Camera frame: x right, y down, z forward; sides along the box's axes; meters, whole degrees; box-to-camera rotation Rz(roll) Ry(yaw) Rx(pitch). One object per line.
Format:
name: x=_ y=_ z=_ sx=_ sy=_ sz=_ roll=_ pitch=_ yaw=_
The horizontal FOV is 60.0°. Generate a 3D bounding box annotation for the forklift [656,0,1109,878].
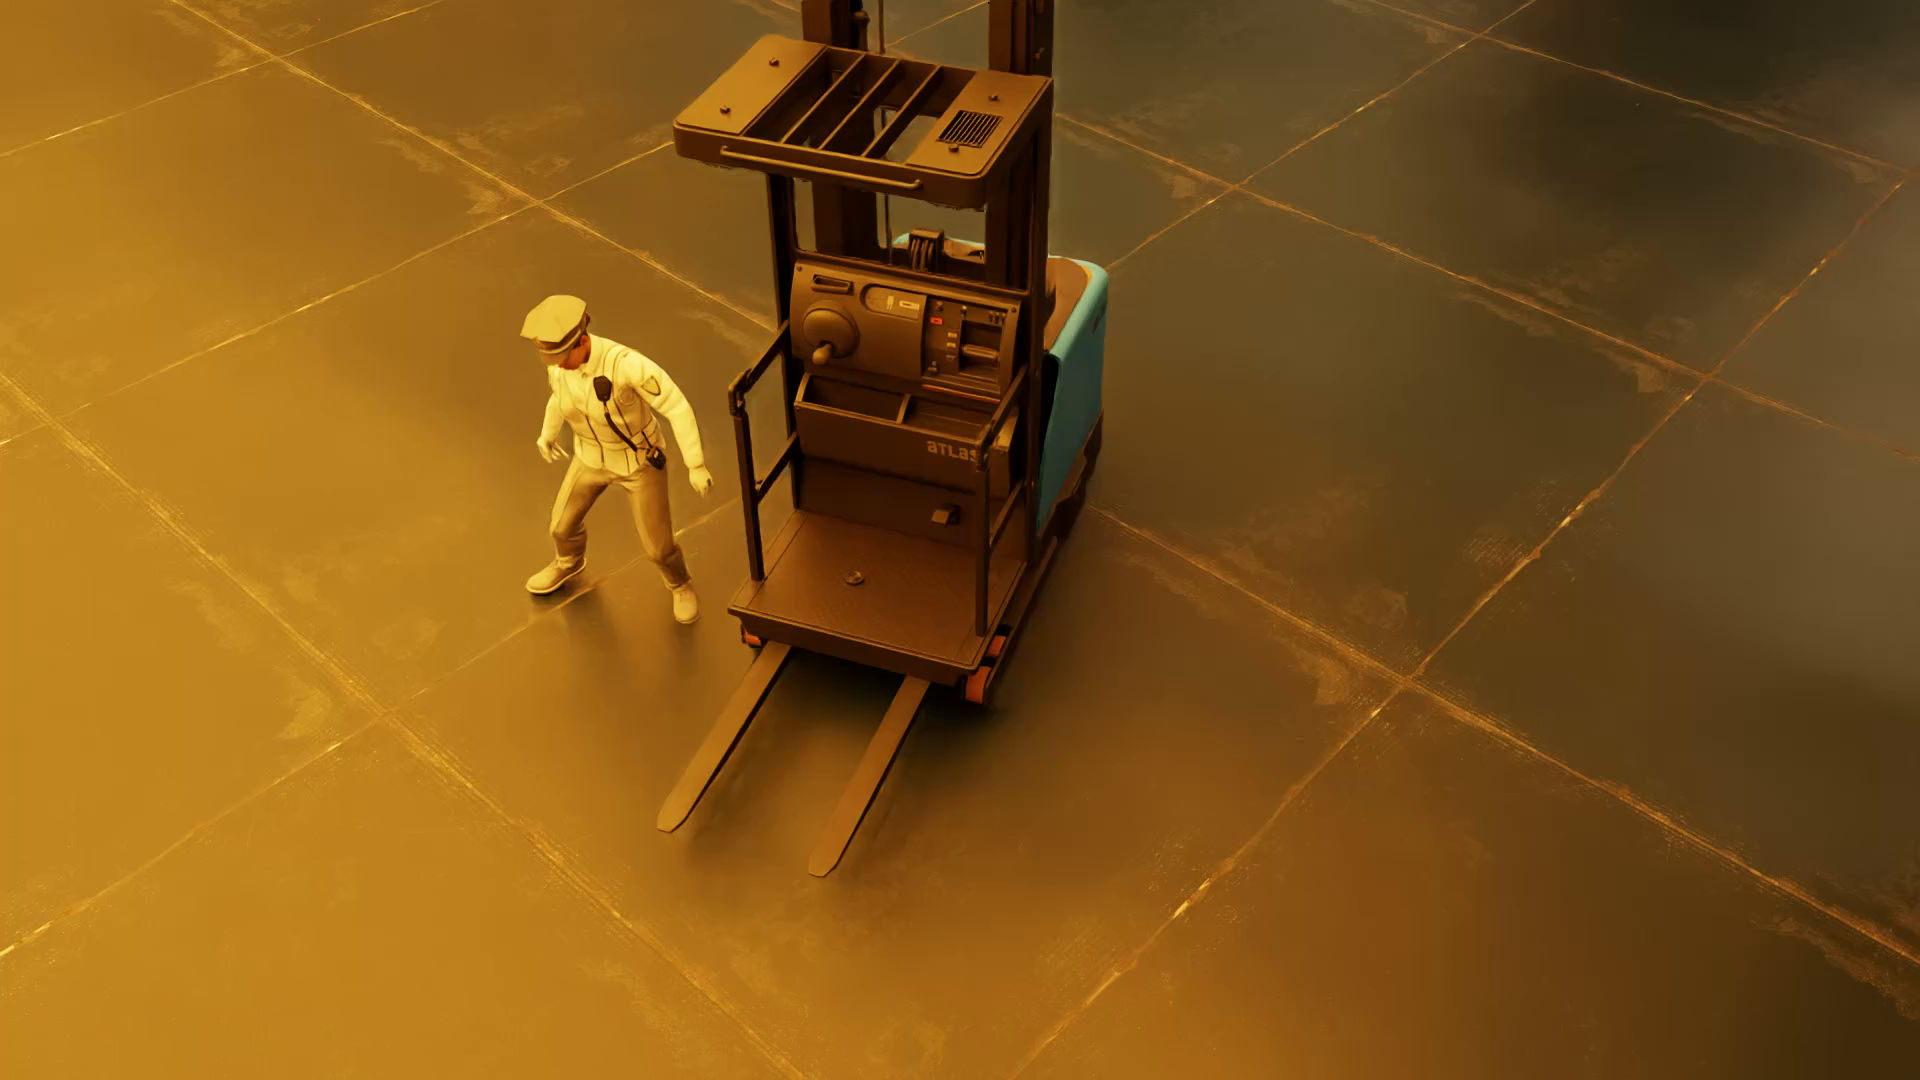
forklift: x=-0.290 y=-0.739 z=6.290 sx=1.130 sy=2.935 sz=3.031 roll=13 pitch=42 yaw=15

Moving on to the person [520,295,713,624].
person: x=-1.450 y=-0.308 z=6.820 sx=0.988 sy=1.618 sz=0.462 roll=13 pitch=42 yaw=15
